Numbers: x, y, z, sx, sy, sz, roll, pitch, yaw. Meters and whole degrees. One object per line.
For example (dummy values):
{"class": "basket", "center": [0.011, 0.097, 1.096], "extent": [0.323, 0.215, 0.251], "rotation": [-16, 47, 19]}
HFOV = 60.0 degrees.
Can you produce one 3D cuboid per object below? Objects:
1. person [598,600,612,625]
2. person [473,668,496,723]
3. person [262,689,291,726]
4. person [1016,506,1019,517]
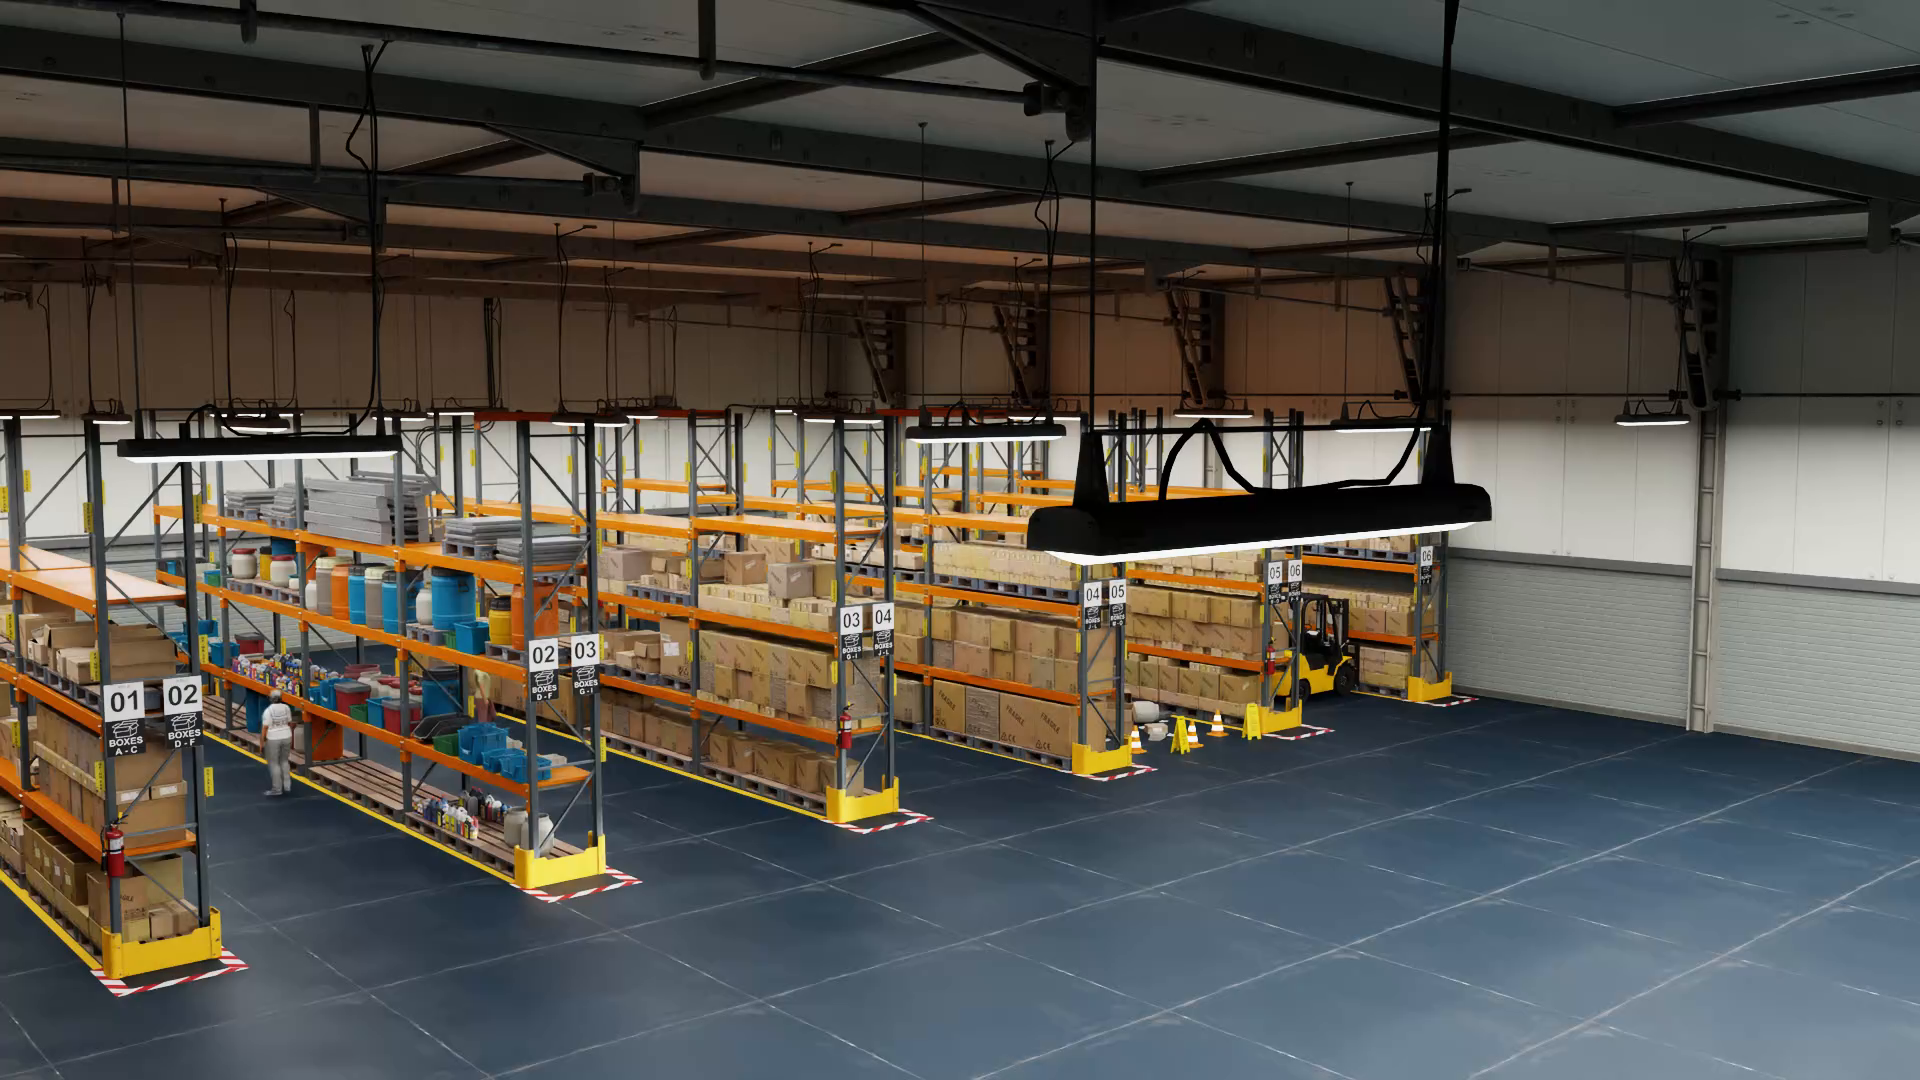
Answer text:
{"class": "person", "center": [-8.934, 1.806, 41.344], "extent": [0.588, 1.647, 0.382], "rotation": [-4, 6, -35]}
{"class": "person", "center": [-8.595, 2.874, 30.011], "extent": [0.420, 1.676, 0.509], "rotation": [0, 5, -6]}
{"class": "person", "center": [-10.841, 2.718, 26.259], "extent": [0.308, 0.723, 0.505], "rotation": [3, 6, 27]}
{"class": "person", "center": [-5.450, 1.572, 30.684], "extent": [4.103, 2.700, 28.550], "rotation": [2, 5, 21]}
